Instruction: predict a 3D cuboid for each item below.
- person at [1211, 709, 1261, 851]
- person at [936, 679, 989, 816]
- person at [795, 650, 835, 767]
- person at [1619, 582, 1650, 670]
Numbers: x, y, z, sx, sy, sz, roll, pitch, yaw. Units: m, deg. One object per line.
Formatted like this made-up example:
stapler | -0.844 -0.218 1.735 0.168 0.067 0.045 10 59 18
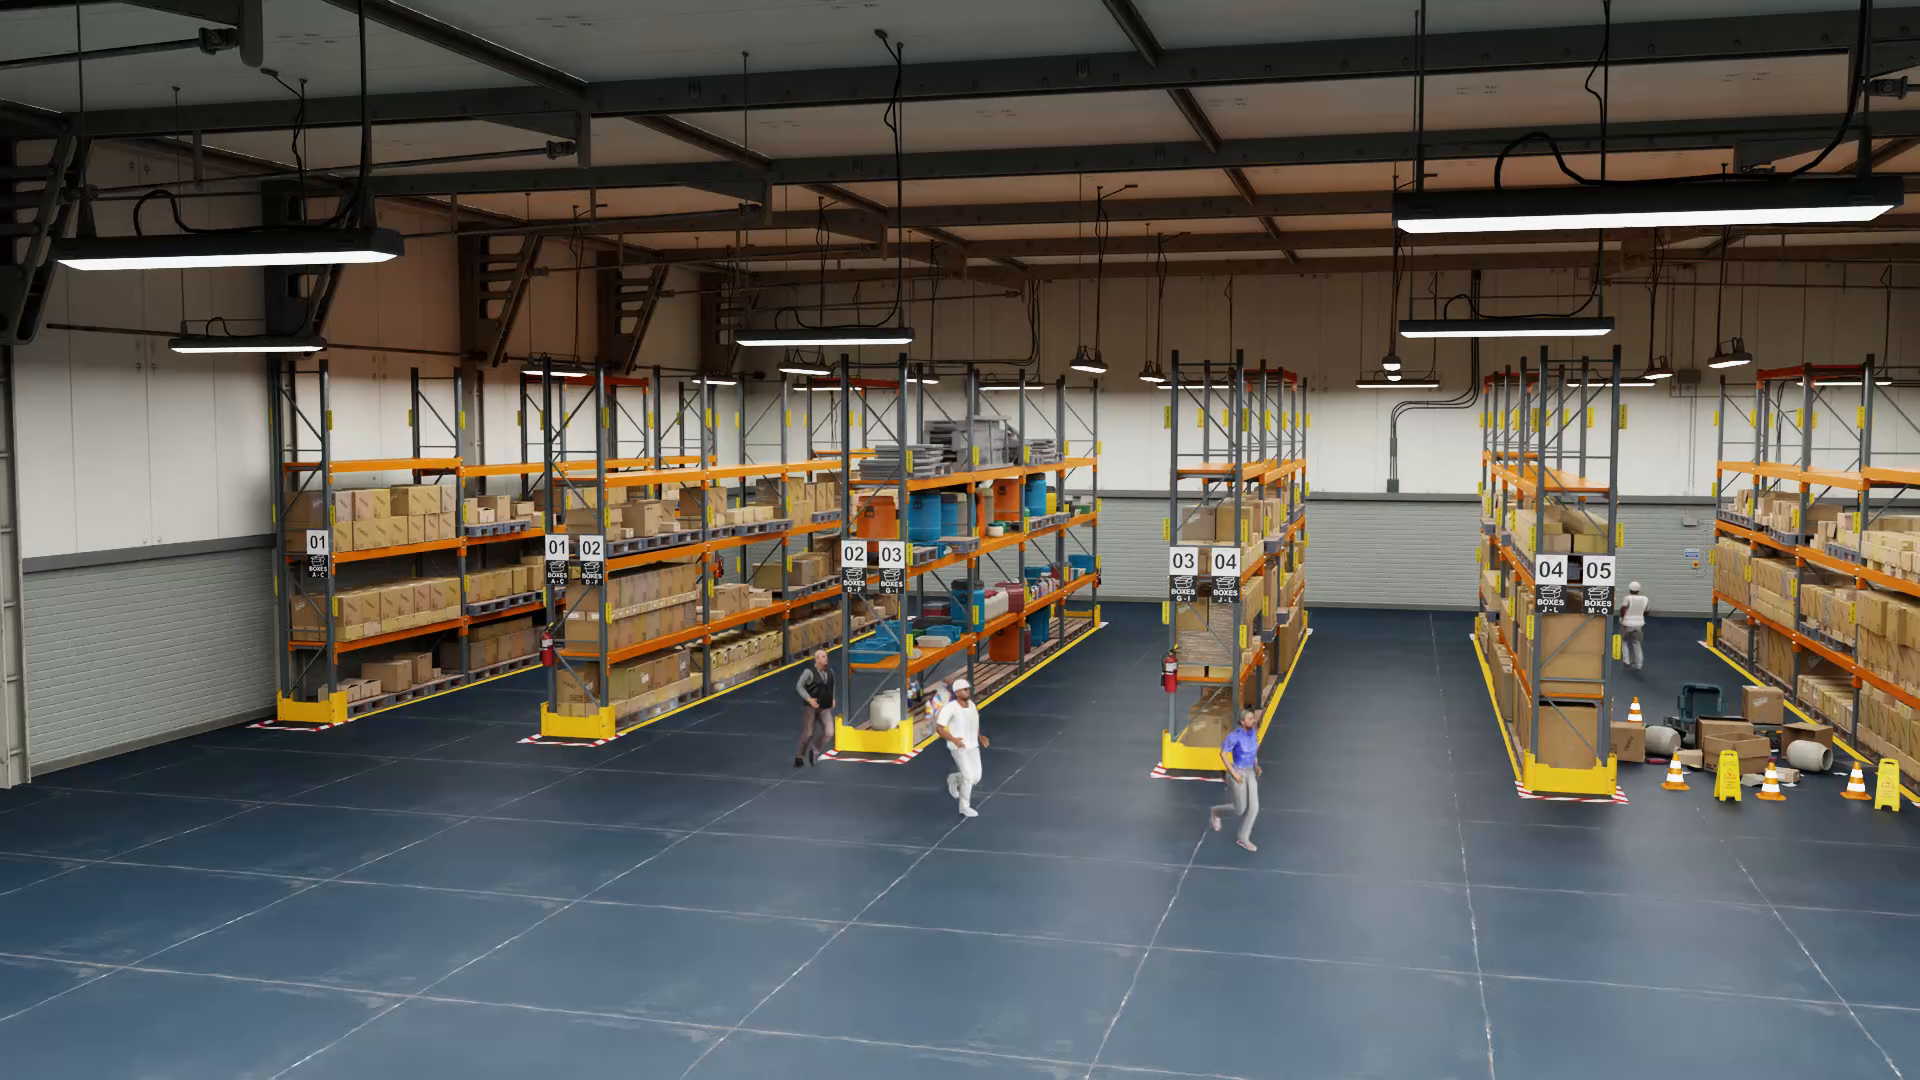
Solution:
person | 3.291 2.797 19.640 0.598 1.627 0.687 -4 5 -41
person | -0.003 2.626 21.188 0.611 1.726 0.702 4 6 44
person | -2.033 2.432 24.071 0.712 1.672 0.607 -3 5 -32
person | 13.405 1.733 33.147 0.639 1.828 0.705 0 4 1
